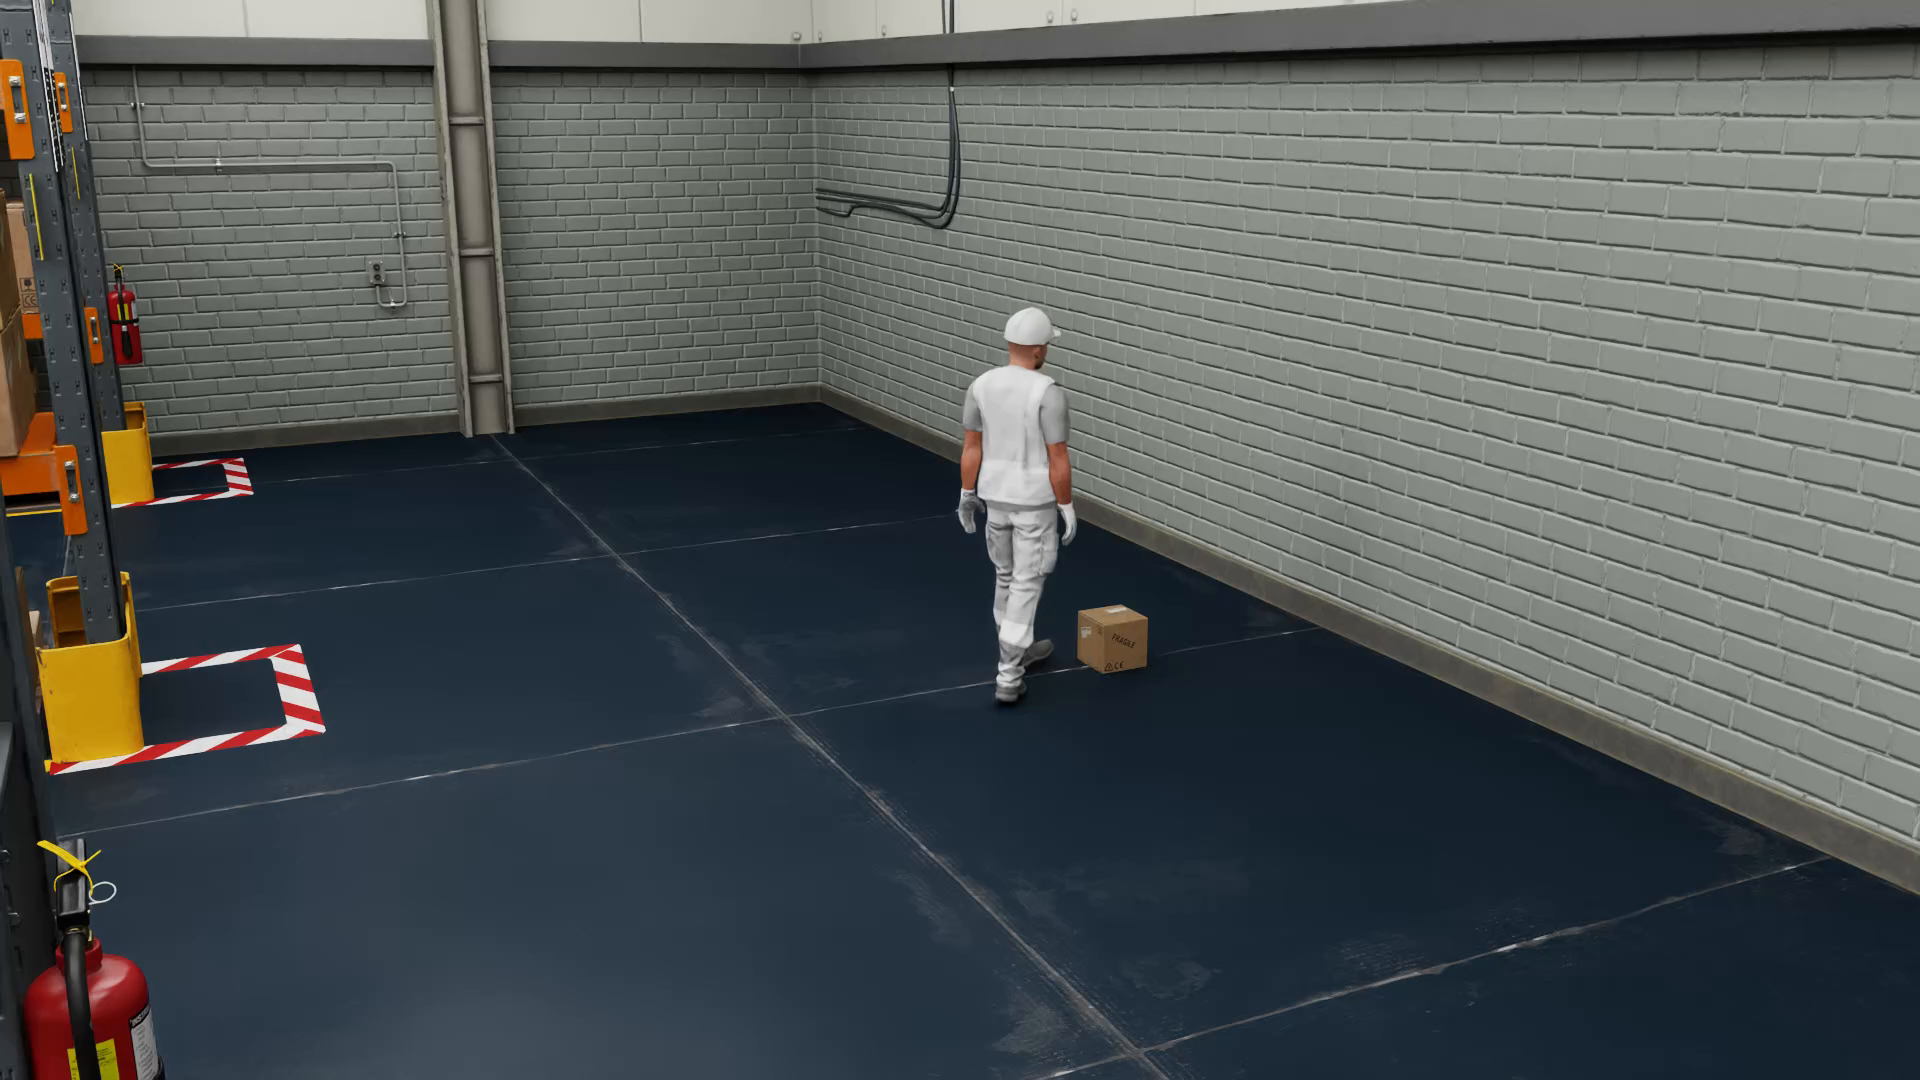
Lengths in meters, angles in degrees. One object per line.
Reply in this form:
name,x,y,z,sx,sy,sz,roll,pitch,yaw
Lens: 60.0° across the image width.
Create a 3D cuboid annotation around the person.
person,0.322,-0.187,7.654,0.568,1.783,0.708,10,18,34
